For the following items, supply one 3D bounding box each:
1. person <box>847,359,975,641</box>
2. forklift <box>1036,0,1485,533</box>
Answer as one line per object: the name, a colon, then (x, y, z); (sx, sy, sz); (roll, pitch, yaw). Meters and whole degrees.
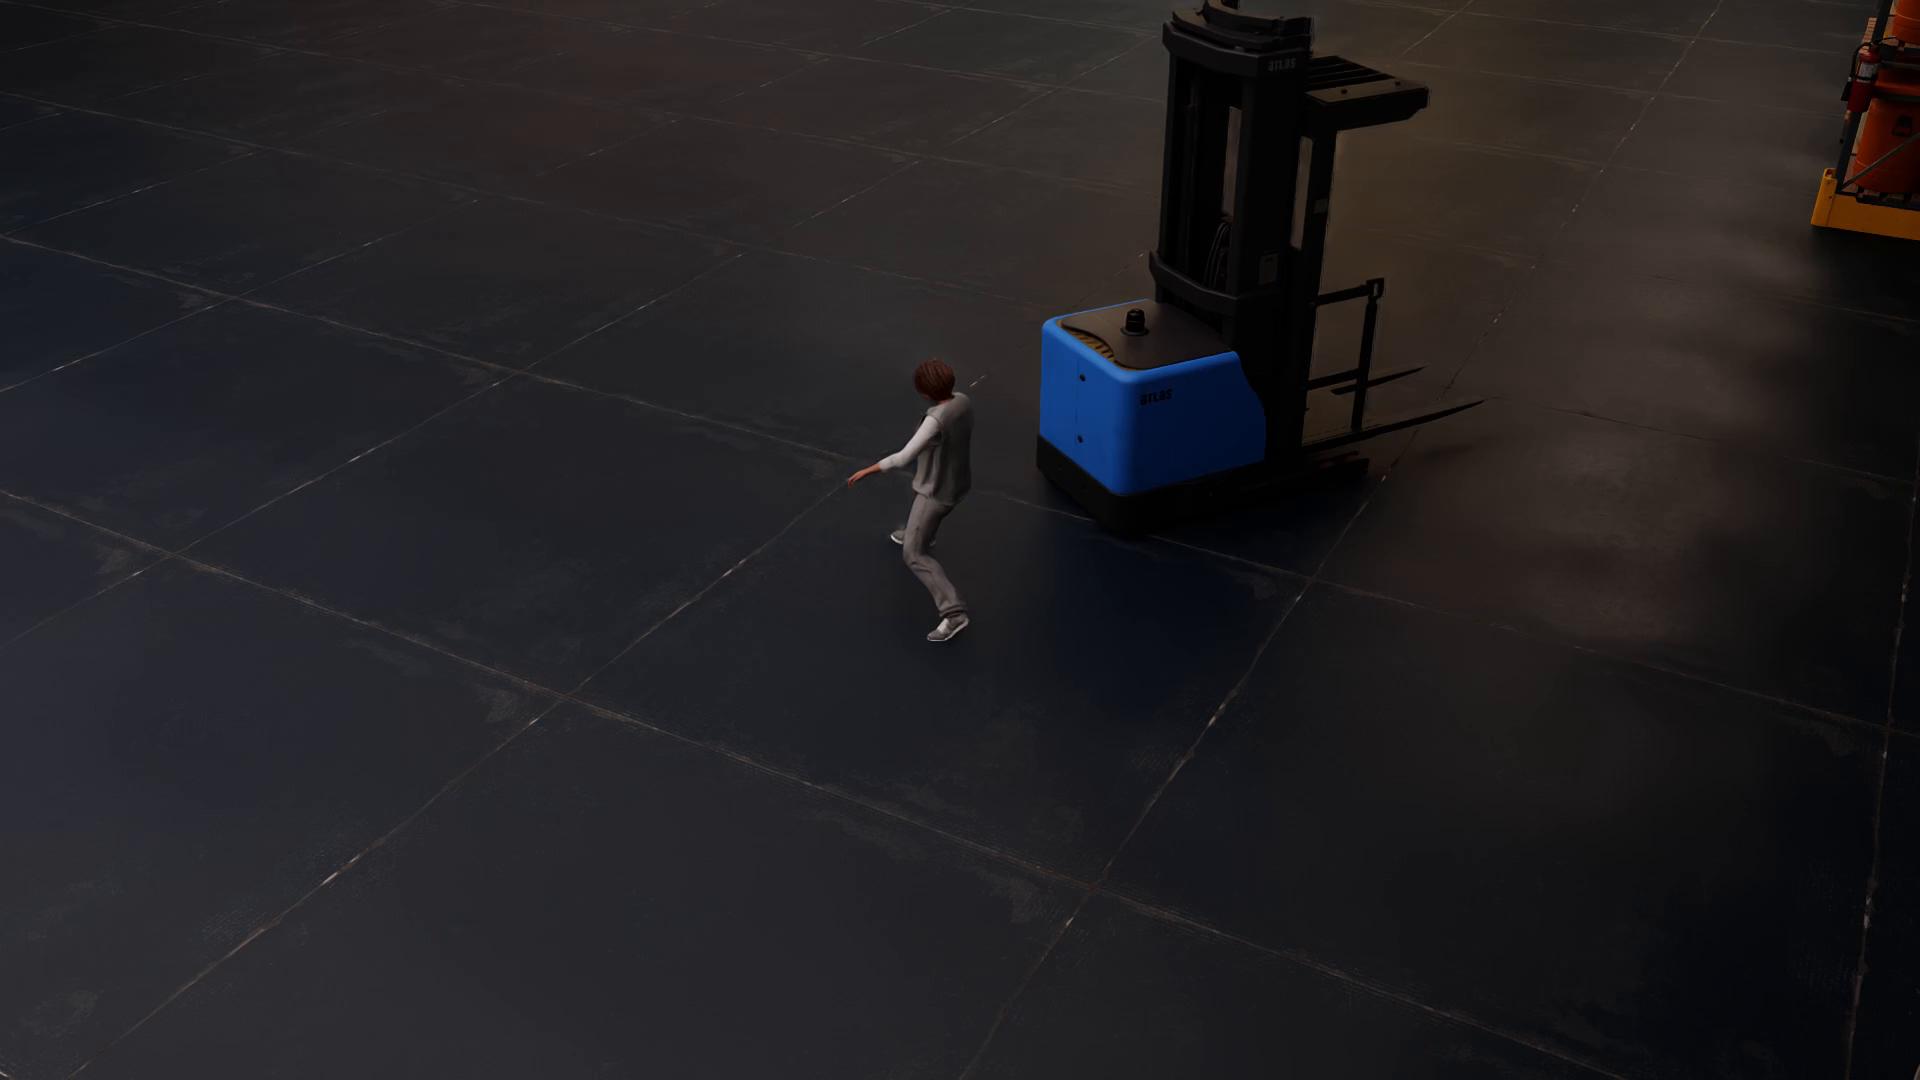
person: (-0.200, -0.330, 9.182); (0.872, 1.451, 0.927); (16, 34, 25)
forklift: (2.039, -1.822, 10.227); (3.031, 2.935, 1.130); (-15, 33, -23)
